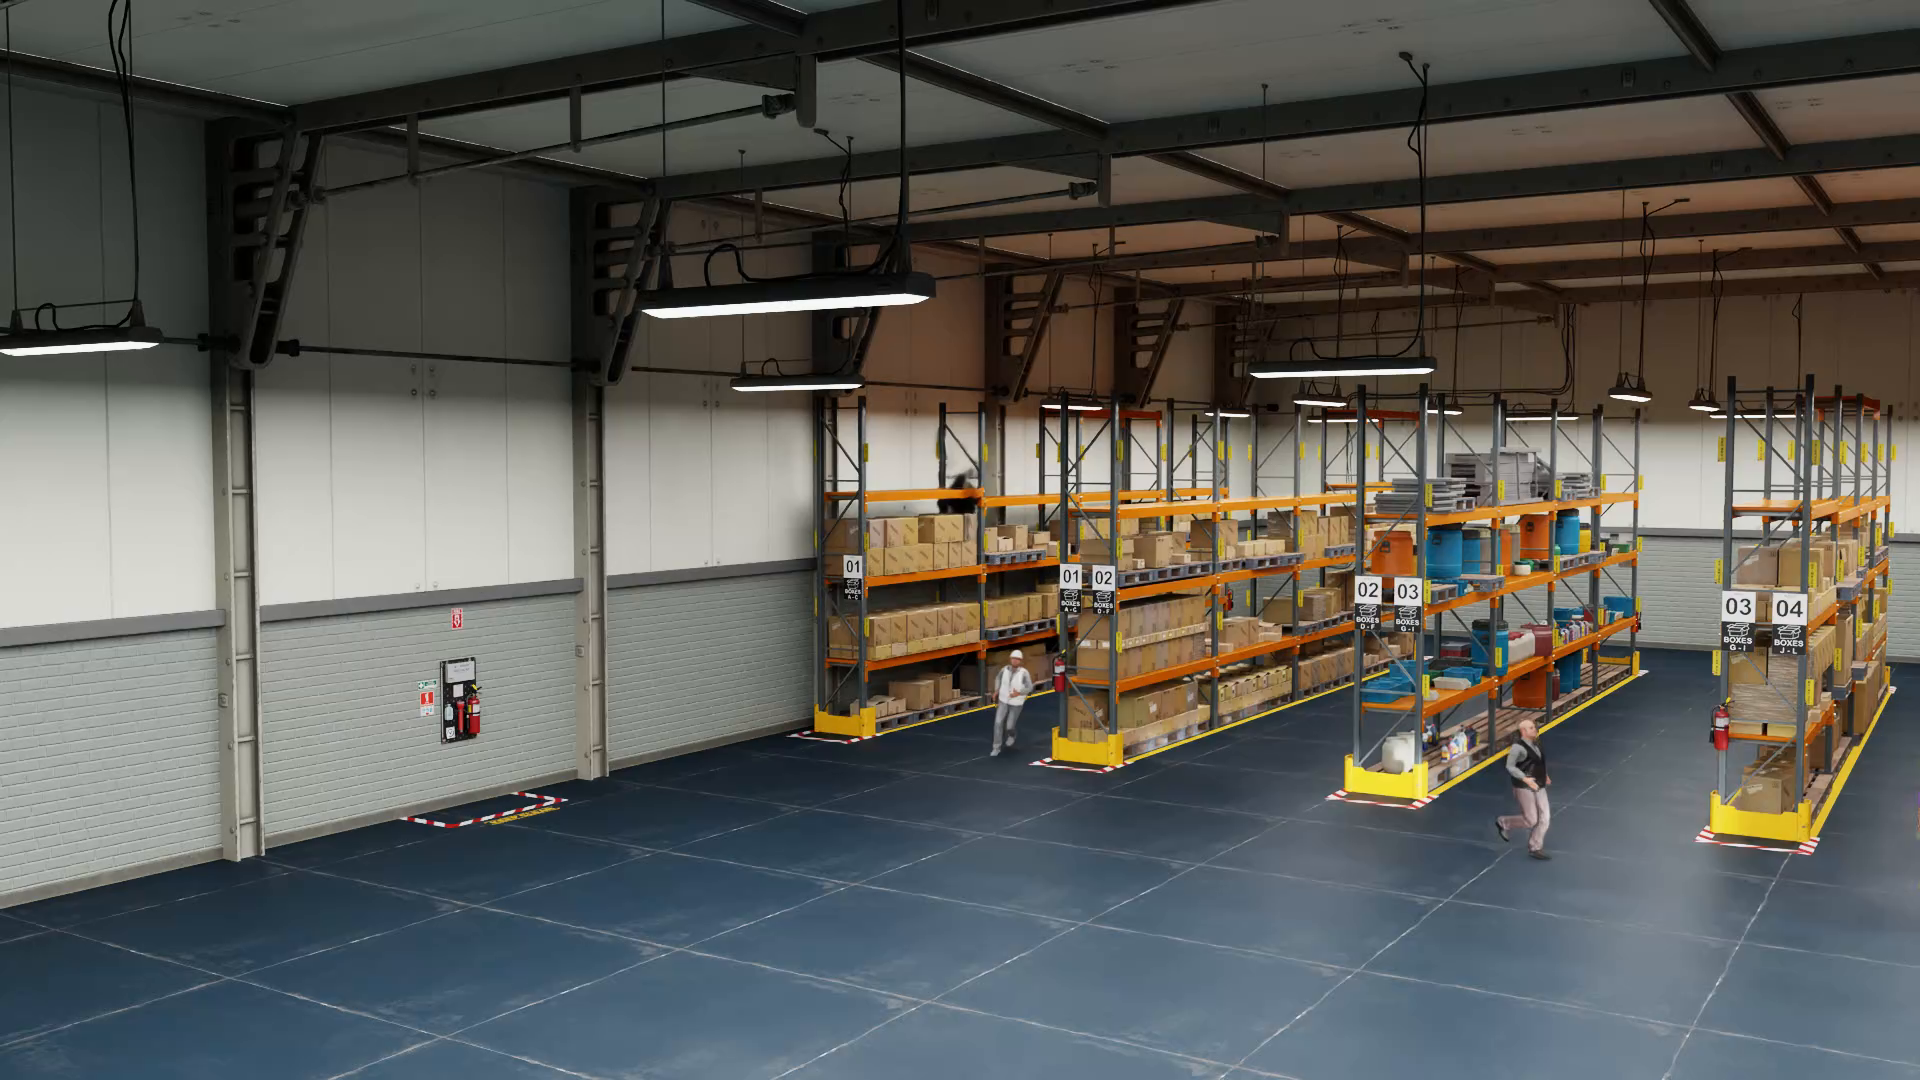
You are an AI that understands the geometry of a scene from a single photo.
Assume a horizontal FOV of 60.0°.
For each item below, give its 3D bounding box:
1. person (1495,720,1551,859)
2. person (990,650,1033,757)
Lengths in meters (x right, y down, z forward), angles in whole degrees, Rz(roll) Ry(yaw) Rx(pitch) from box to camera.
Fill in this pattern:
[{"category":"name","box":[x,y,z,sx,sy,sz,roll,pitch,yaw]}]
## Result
[{"category":"person","box":[7.035,3.080,20.663,0.661,1.694,0.733,-2,4,-36]},{"category":"person","box":[0.885,2.696,27.655,0.694,1.758,0.844,1,3,19]}]
